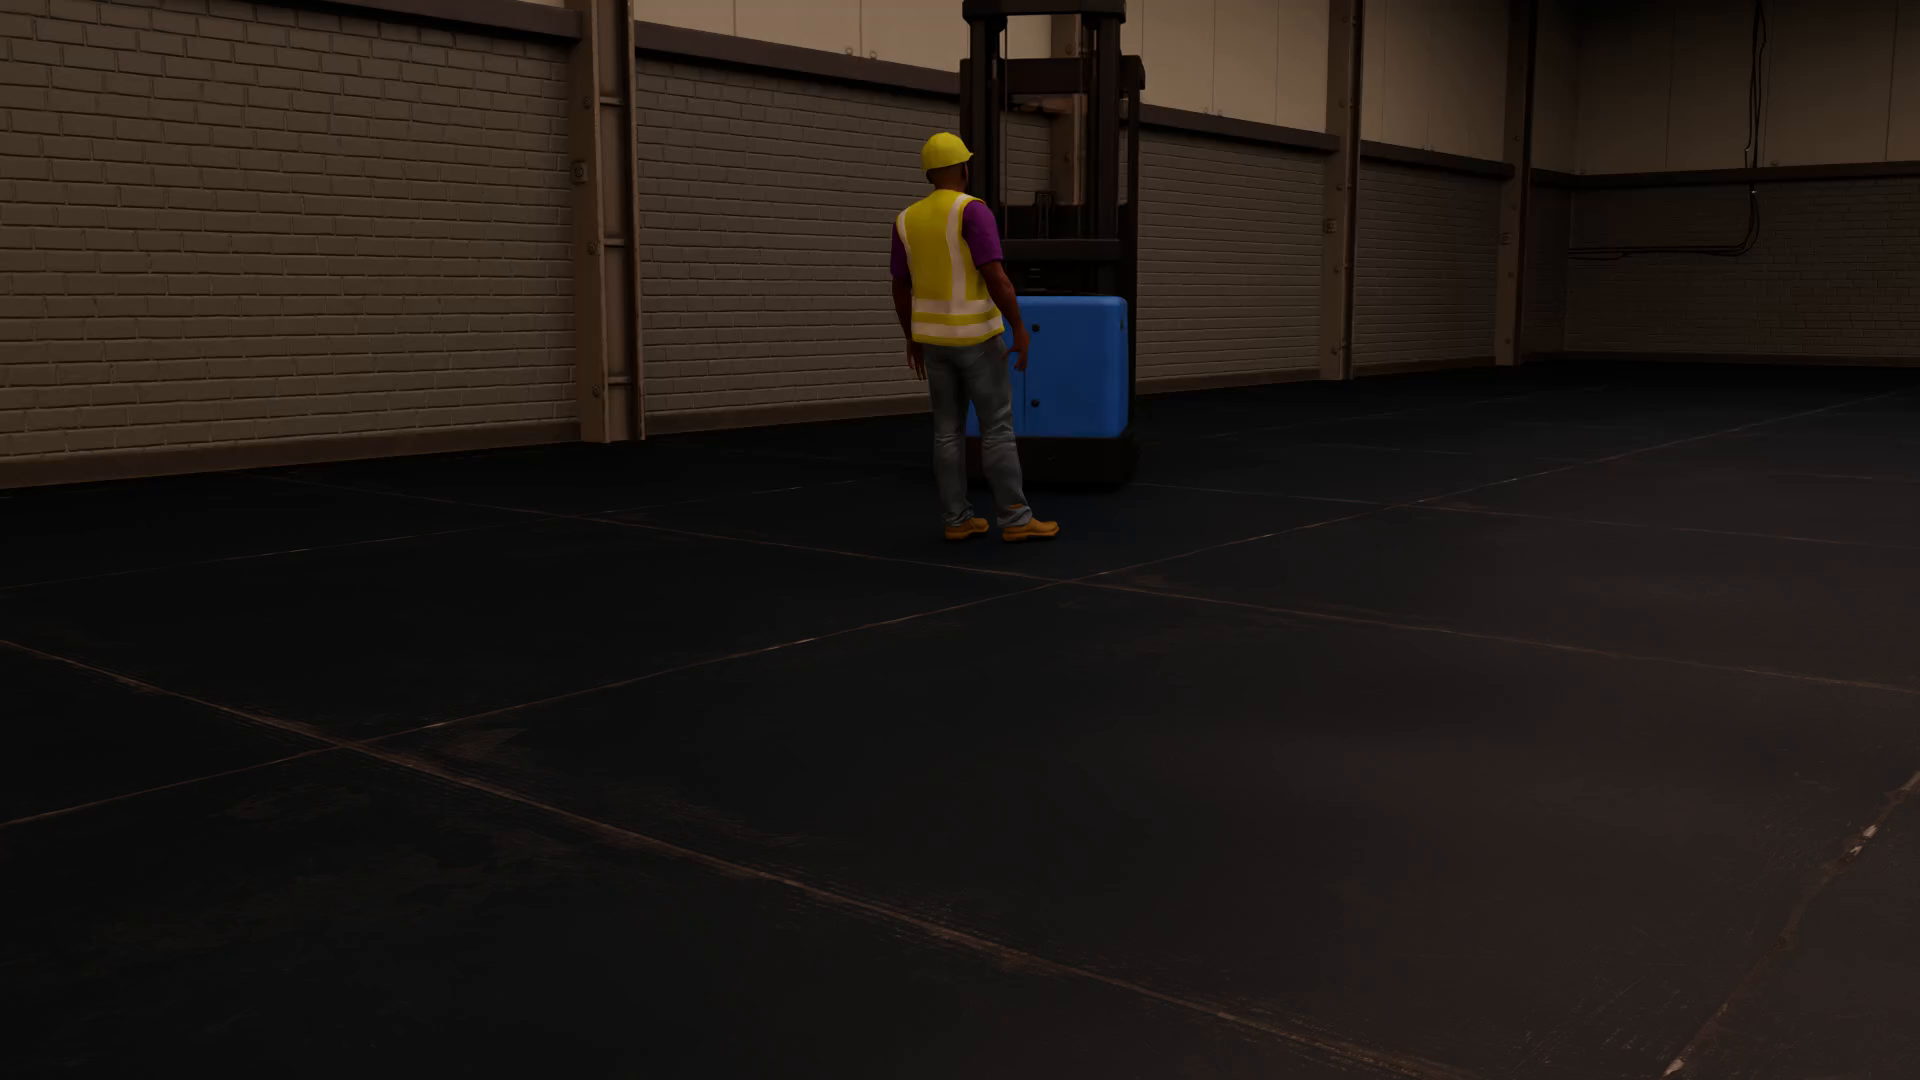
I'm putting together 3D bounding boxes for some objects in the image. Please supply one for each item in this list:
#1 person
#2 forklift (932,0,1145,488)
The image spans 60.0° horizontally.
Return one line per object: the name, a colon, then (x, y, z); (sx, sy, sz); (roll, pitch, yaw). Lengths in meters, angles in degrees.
person: (0.048, -0.888, 7.326); (0.666, 1.765, 0.577); (7, 11, 38)
forklift: (0.580, -1.922, 10.414); (1.130, 2.935, 3.031); (1, 8, 9)
